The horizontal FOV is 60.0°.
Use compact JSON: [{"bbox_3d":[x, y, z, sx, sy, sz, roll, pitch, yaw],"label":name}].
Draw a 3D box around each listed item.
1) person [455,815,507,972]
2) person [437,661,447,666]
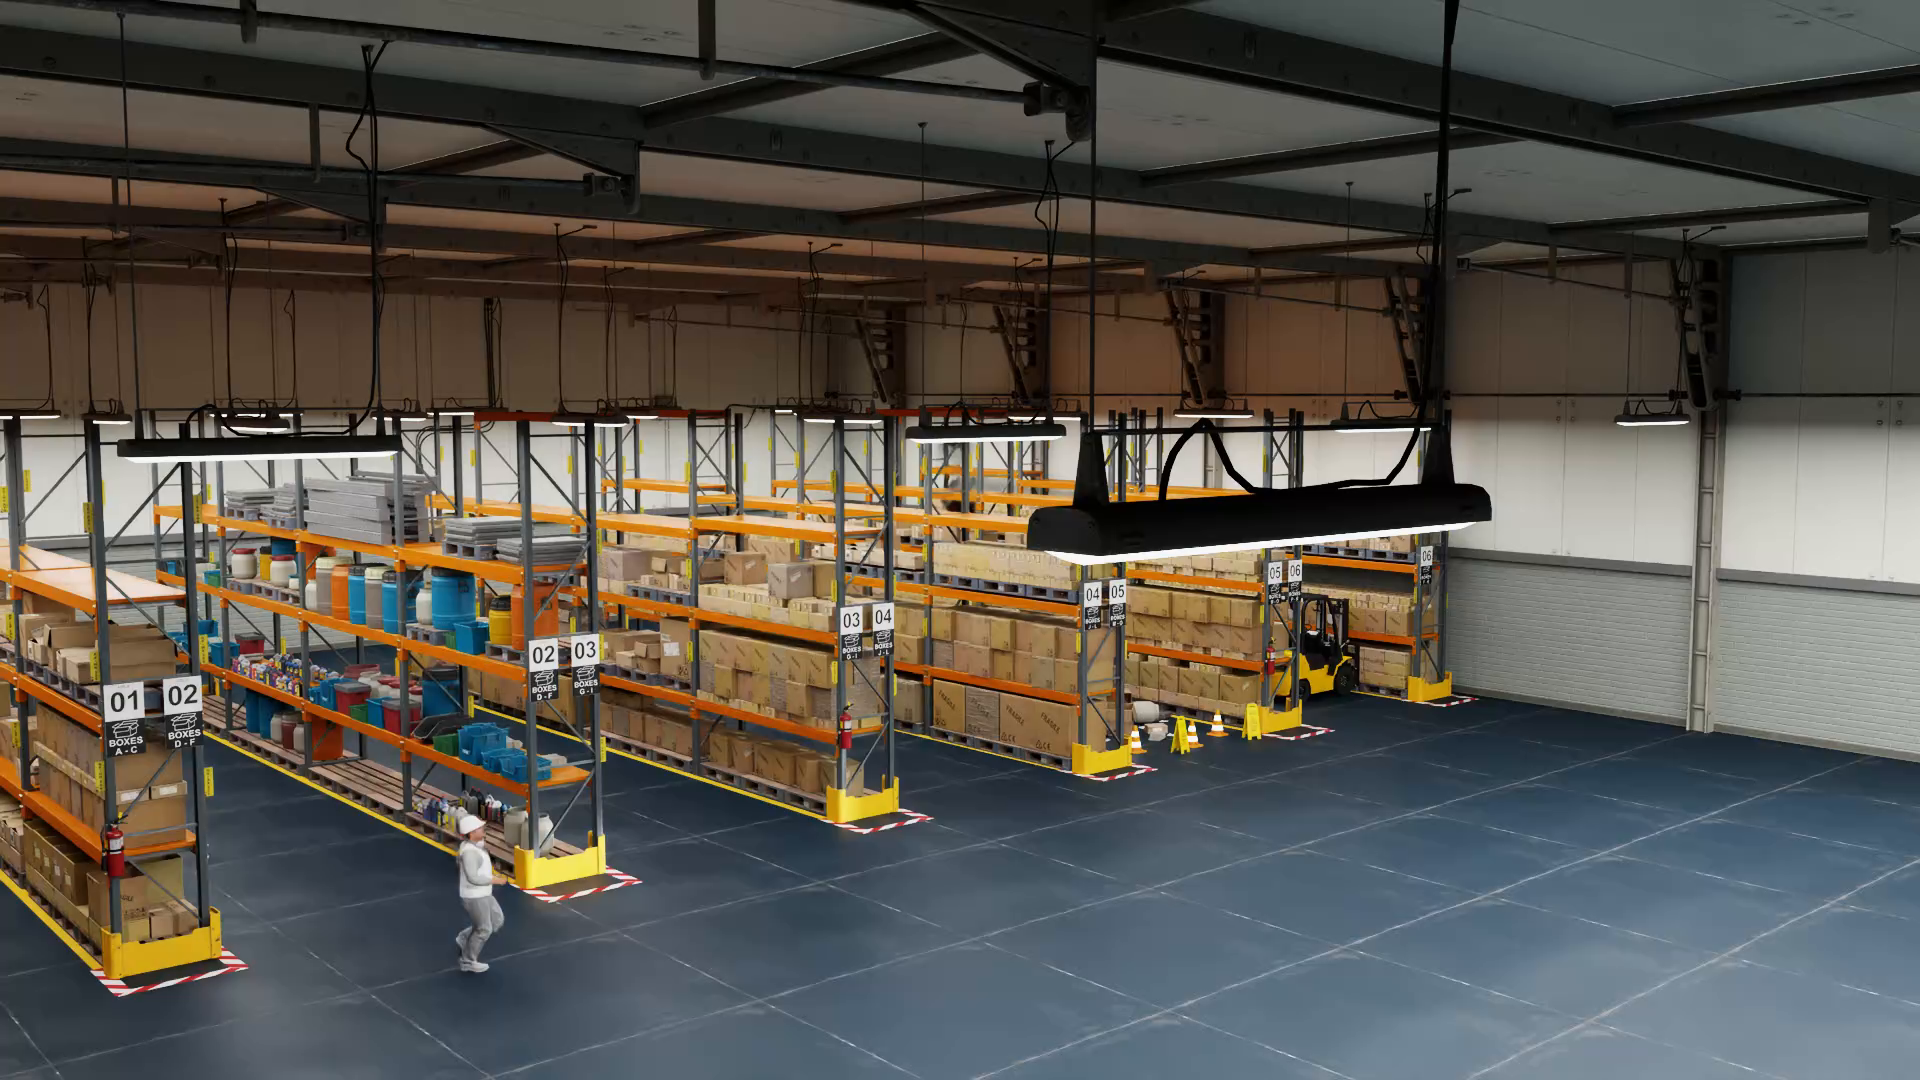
[{"bbox_3d":[-5.264,3.866,18.247,0.569,1.731,0.653,-1,5,-14],"label":"person"},{"bbox_3d":[-9.203,2.944,29.565,0.856,1.600,0.538,4,6,37],"label":"person"}]
